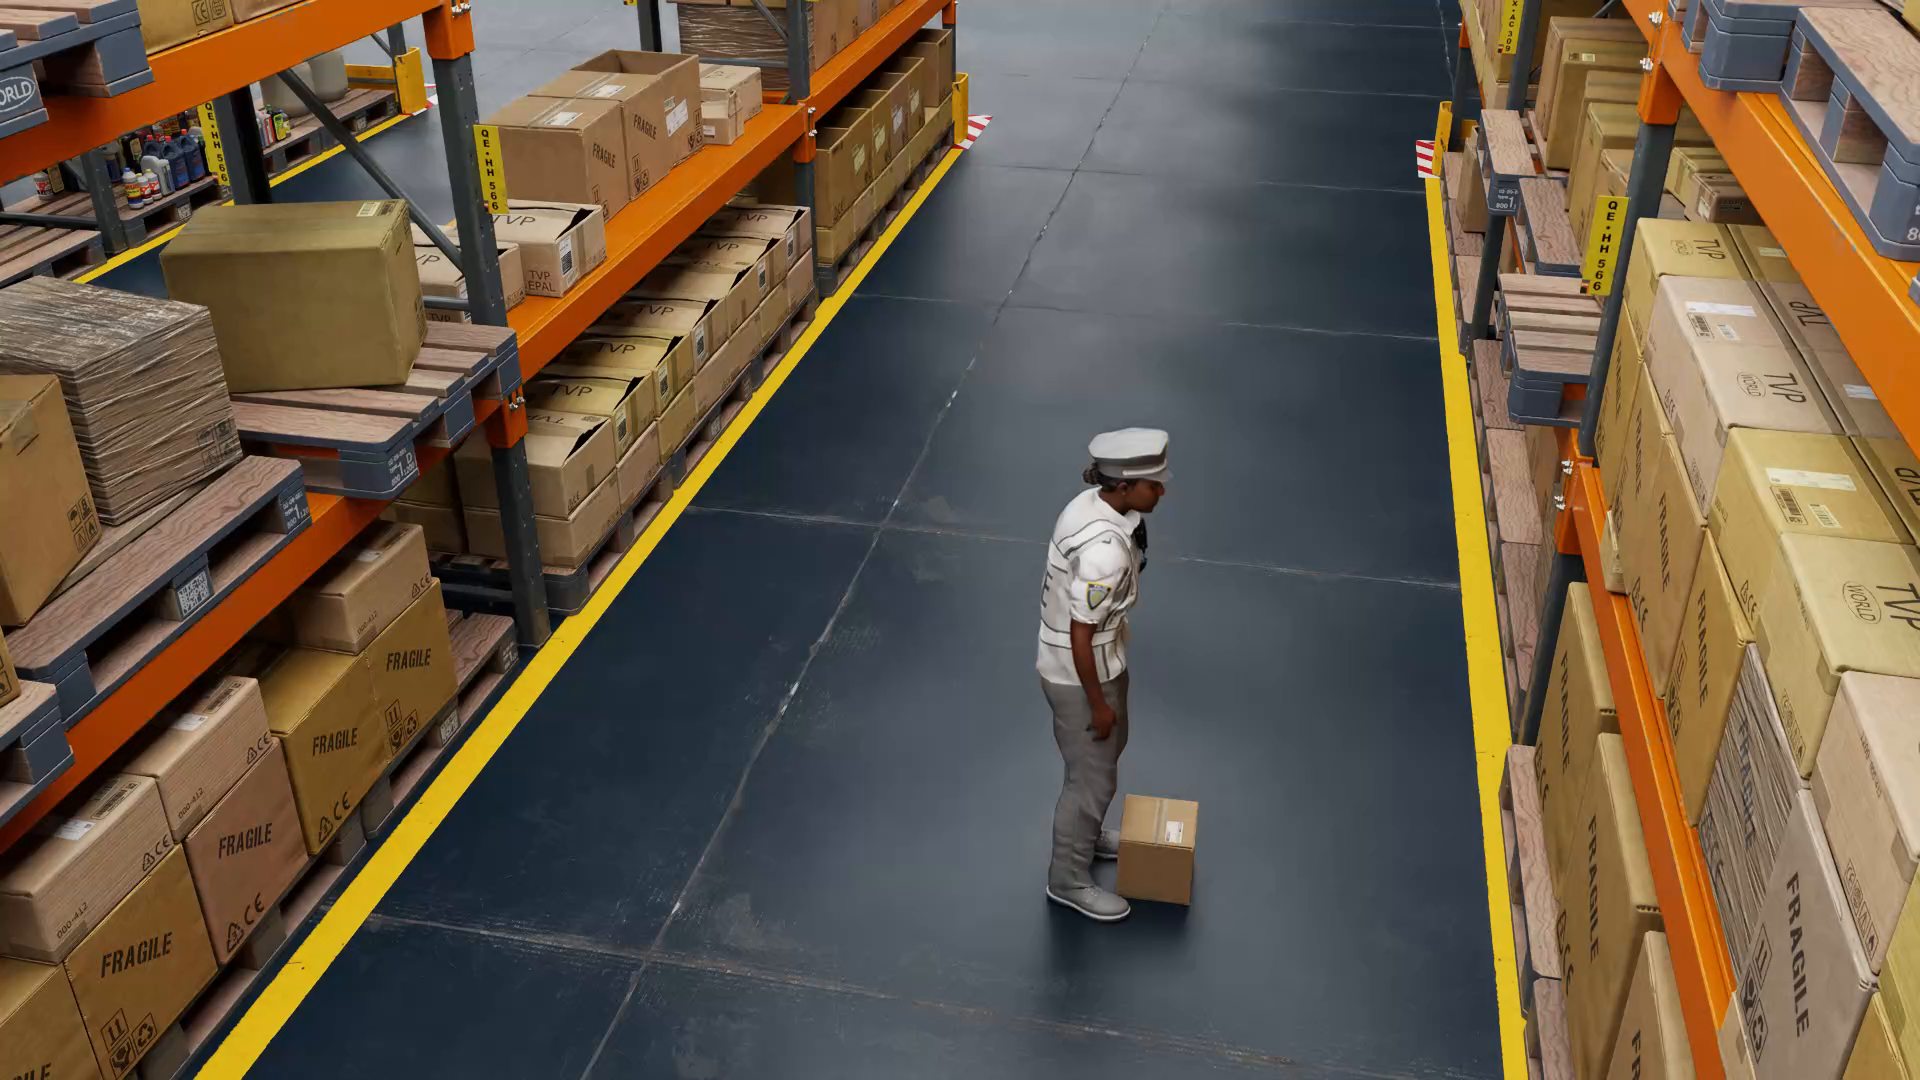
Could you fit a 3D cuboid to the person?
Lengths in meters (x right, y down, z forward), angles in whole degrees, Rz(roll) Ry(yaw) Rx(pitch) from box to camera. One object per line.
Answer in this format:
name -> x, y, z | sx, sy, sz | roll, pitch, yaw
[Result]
person -> 0.445, 0.419, 5.369 | 0.397, 1.659, 0.522 | 5, 29, 9
